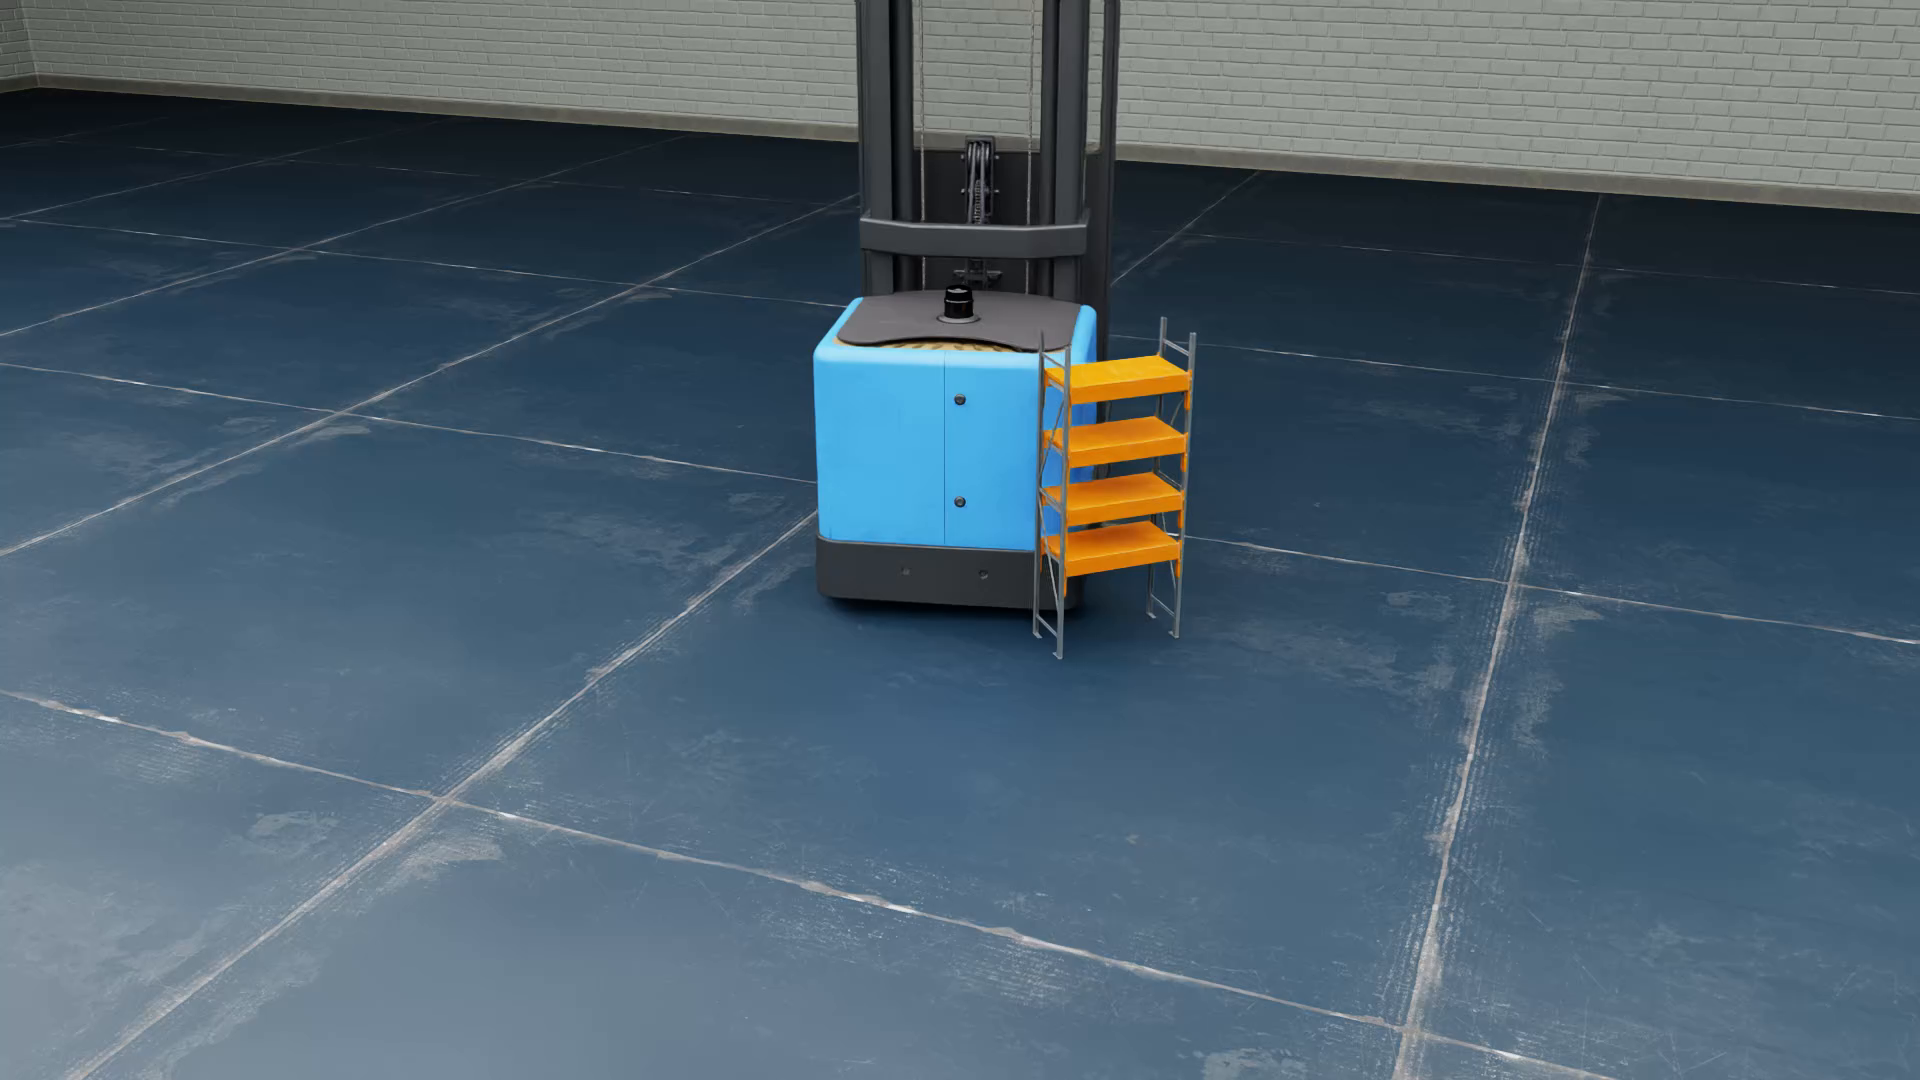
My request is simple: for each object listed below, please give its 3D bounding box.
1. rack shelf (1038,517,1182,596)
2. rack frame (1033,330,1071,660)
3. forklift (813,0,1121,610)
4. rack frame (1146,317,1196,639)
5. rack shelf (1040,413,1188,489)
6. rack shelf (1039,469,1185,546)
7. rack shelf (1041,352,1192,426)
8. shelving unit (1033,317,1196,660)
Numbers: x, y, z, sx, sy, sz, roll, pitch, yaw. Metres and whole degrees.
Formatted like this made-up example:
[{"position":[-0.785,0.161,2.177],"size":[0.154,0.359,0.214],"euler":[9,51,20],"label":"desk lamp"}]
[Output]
[{"position":[0.558,0.060,6.239],"size":[0.480,0.148,0.258],"euler":[-9,24,-20],"label":"rack shelf"},{"position":[0.331,-0.151,6.052],"size":[0.015,1.200,0.240],"euler":[-9,24,-20],"label":"rack frame"},{"position":[0.148,-1.614,7.312],"size":[1.130,2.935,3.031],"euler":[3,23,7],"label":"forklift"},{"position":[0.785,-0.220,6.218],"size":[0.015,1.200,0.240],"euler":[-9,24,-20],"label":"rack frame"},{"position":[0.558,-0.329,6.075],"size":[0.480,0.148,0.258],"euler":[-9,24,-20],"label":"rack shelf"},{"position":[0.558,-0.123,6.162],"size":[0.480,0.148,0.258],"euler":[-9,24,-20],"label":"rack shelf"},{"position":[0.558,-0.547,5.983],"size":[0.480,0.148,0.258],"euler":[-9,24,-20],"label":"rack shelf"},{"position":[0.558,-0.185,6.135],"size":[0.503,1.200,0.258],"euler":[-9,24,-20],"label":"shelving unit"}]
